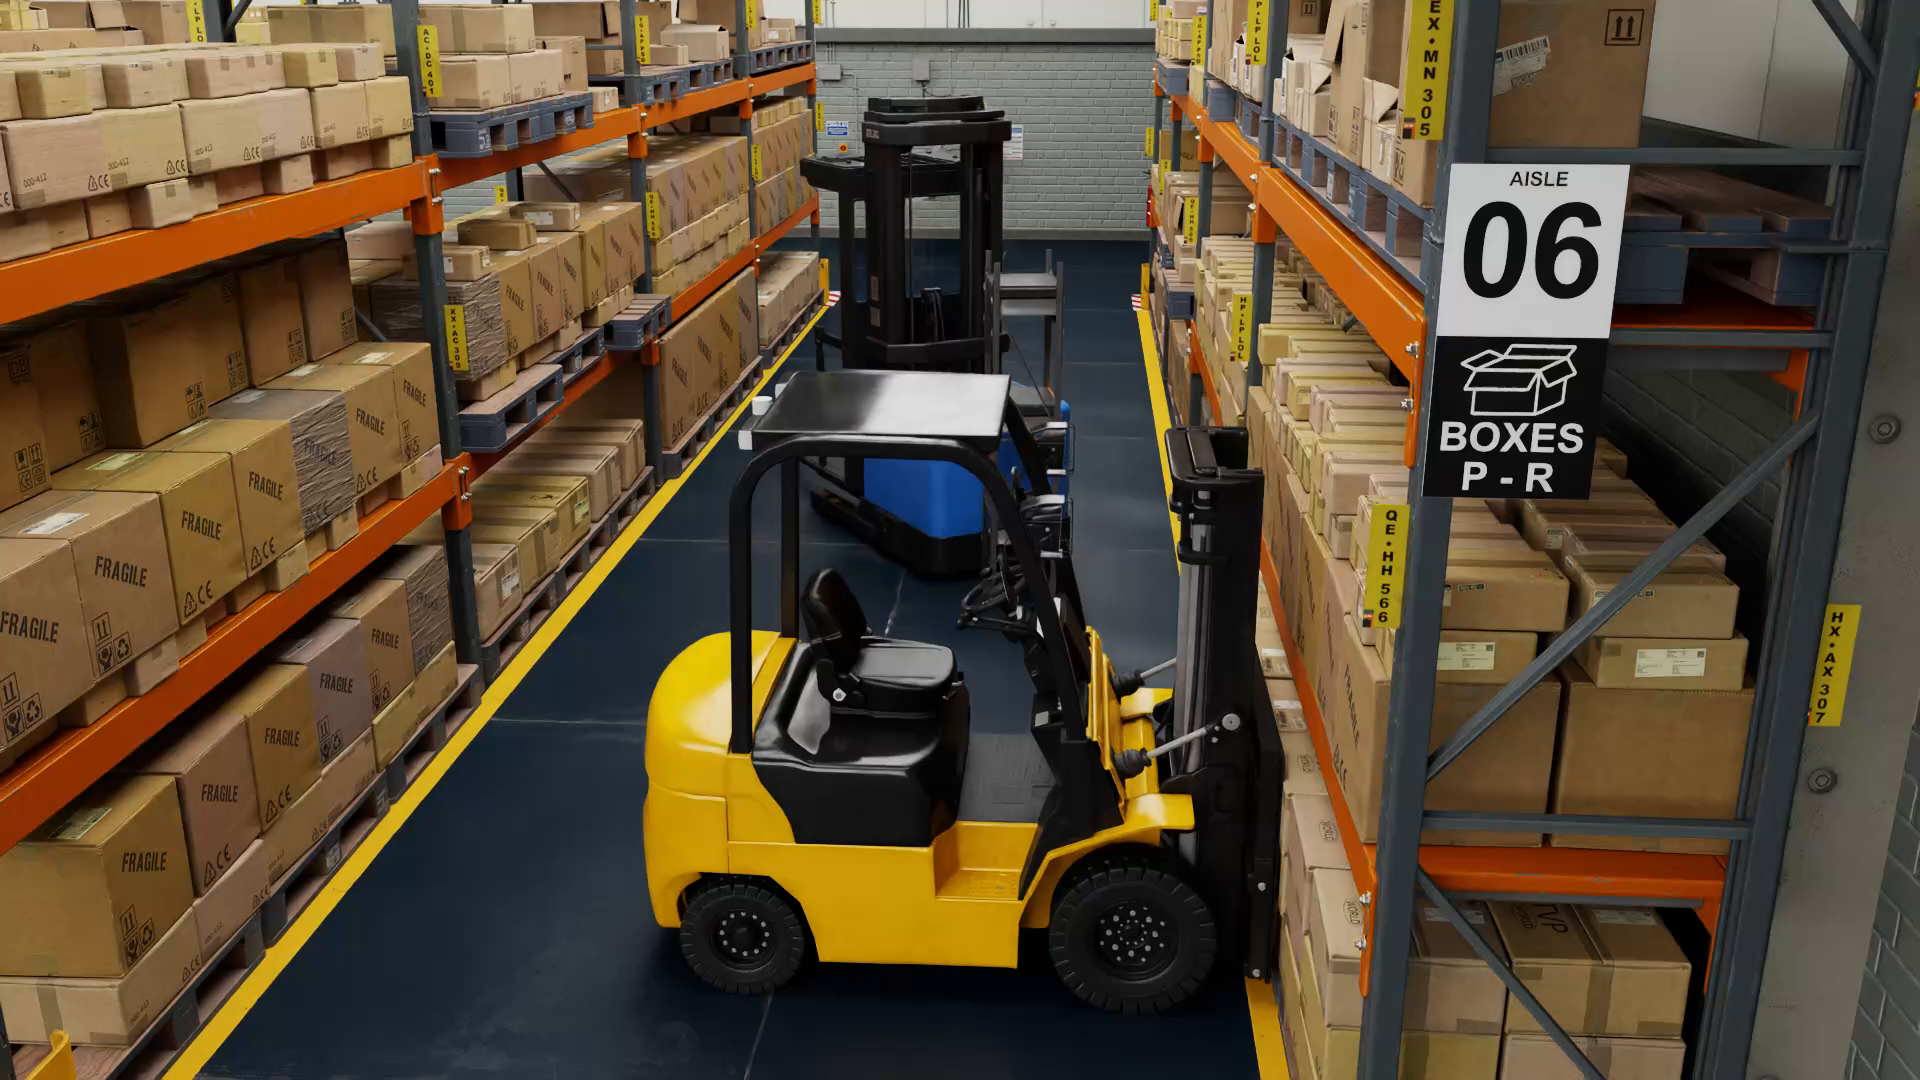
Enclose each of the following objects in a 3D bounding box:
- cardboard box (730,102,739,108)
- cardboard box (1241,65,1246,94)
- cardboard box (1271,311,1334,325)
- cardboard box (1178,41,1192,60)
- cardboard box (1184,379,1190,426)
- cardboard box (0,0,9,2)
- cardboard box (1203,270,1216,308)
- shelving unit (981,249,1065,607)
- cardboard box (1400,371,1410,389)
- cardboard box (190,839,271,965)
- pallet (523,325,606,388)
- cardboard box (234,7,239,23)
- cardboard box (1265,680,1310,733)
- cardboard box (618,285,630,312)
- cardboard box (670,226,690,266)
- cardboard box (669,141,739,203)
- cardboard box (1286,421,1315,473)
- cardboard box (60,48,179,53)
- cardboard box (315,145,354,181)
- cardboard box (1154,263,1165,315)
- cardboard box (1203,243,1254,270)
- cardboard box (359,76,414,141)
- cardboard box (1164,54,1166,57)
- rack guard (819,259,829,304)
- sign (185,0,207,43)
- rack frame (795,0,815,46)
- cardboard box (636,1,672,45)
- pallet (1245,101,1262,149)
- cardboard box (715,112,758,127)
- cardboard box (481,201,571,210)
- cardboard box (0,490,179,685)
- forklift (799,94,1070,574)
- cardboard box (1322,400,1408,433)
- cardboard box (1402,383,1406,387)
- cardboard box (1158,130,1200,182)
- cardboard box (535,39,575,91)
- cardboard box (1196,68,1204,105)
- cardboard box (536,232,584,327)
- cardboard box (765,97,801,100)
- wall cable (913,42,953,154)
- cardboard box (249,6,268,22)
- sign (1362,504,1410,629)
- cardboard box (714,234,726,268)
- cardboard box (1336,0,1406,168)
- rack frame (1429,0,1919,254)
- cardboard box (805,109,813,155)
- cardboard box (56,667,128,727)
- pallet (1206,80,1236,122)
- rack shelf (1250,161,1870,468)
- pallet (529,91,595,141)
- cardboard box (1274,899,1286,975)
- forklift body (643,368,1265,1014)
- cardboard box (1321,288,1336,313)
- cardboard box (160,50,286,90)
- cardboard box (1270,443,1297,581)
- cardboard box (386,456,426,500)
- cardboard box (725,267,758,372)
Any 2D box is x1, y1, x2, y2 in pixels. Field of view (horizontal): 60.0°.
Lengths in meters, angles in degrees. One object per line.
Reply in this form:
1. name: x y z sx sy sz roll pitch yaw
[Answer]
1. cardboard box: -2.605 -4.656 18.007 0.380 0.149 0.250 1 18 4
2. cardboard box: 1.671 -2.397 8.671 0.380 0.149 0.250 1 18 4
3. cardboard box: 1.769 -1.117 8.814 0.380 0.149 0.250 1 18 4
4. cardboard box: 1.966 -3.971 13.476 0.380 0.149 0.250 2 18 5
5. cardboard box: 2.045 -1.041 13.121 0.500 0.500 0.500 1 18 3
6. cardboard box: -7.872 -4.294 13.504 0.396 0.266 0.258 1 18 4
7. cardboard box: 1.870 -1.616 10.976 0.500 0.250 0.500 2 18 6
8. shelving unit: 0.370 -0.671 10.096 0.431 2.100 0.503 -1 18 -5
9. cardboard box: 2.109 -0.727 7.144 0.380 0.149 0.250 1 18 3
10. cardboard box: -2.965 1.342 6.252 0.500 0.250 0.500 2 18 6
11. pallet: -2.870 -1.140 10.394 1.003 0.211 1.213 1 18 4
12. cardboard box: -7.164 -5.035 15.952 0.380 0.149 0.250 1 18 3
13. cardboard box: 1.432 0.756 6.434 0.500 0.250 0.500 1 18 3
14. cardboard box: -2.478 -1.656 11.389 0.380 0.149 0.250 1 18 3
15. cardboard box: -2.448 -2.326 13.142 0.500 0.250 0.500 2 18 5
16. cardboard box: -2.293 -3.307 14.932 0.500 0.500 0.500 2 18 5
17. cardboard box: 1.490 -0.361 6.505 0.380 0.149 0.250 1 18 2
18. cardboard box: -3.467 -1.955 6.878 0.380 0.149 0.250 1 18 4
19. cardboard box: -2.874 -1.650 7.226 0.380 0.149 0.250 1 18 4
20. cardboard box: 2.517 -2.781 18.434 0.700 0.500 0.500 2 18 6
21. cardboard box: 1.848 -1.918 11.257 0.380 0.149 0.250 2 18 5
22. cardboard box: -2.819 -1.957 7.523 0.500 0.250 0.500 1 18 3
23. cardboard box: 2.372 -5.108 17.140 0.500 0.250 0.500 1 18 3
24. rack guard: -2.194 -3.151 20.238 1.175 0.500 0.348 1 18 4
25. sign: -3.609 -2.474 7.877 0.100 0.325 0.005 1 18 4
26. rack frame: -2.195 -7.183 18.892 1.000 3.000 0.127 1 18 4
27. cardboard box: -2.835 -4.495 14.671 0.500 0.500 0.500 1 18 3
28. pallet: 1.946 -2.104 8.517 0.805 0.209 1.217 1 18 2
29. cardboard box: -2.222 -4.173 16.533 0.380 0.149 0.250 1 18 3
30. cardboard box: -3.032 -2.101 11.705 0.500 0.500 0.500 1 18 2
31. cardboard box: -2.998 0.147 5.520 0.500 0.500 0.500 2 18 6
32. forklift: -0.419 -1.587 11.560 1.130 2.935 3.031 -10 20 -27
33. cardboard box: 1.563 -0.420 6.208 0.380 0.149 0.250 1 18 4
34. cardboard box: 2.118 -0.585 7.188 0.380 0.149 0.250 2 18 5
35. cardboard box: 2.347 -4.048 17.518 0.500 0.500 0.500 2 18 5
36. cardboard box: -2.850 -2.847 10.312 0.797 0.503 0.637 1 18 4
37. cardboard box: 1.977 -3.257 11.968 0.500 0.250 0.500 1 18 2
38. cardboard box: -2.625 -1.601 10.179 0.500 0.500 0.500 1 18 2
39. cardboard box: -2.016 -4.967 18.957 0.380 0.149 0.250 2 18 5
40. wall cable: -0.399 -6.538 24.928 0.588 1.984 0.122 1 18 4
41. cardboard box: -7.086 -5.277 16.692 0.380 0.149 0.250 1 18 2
42. sign: 1.069 0.068 4.159 0.100 0.325 0.005 1 18 4
43. cardboard box: -2.356 -2.559 14.656 0.500 0.250 0.500 1 18 2
44. cardboard box: 1.571 -1.432 5.162 0.700 0.500 0.500 1 18 4
45. rack frame: 1.609 -2.104 3.392 1.000 3.000 0.127 1 18 4
46. cardboard box: -1.992 -4.699 19.181 0.500 0.500 0.500 2 18 6
47. cardboard box: -3.008 0.497 5.494 0.380 0.149 0.250 1 18 2
48. pallet: 2.223 -2.860 10.821 1.213 0.211 1.003 2 18 6
49. rack shelf: 1.752 -0.958 5.866 1.077 0.370 4.000 1 18 4
50. pallet: -2.834 -2.453 9.575 1.213 0.211 1.003 1 18 4
51. cardboard box: 1.417 1.392 6.100 0.500 0.250 0.500 1 18 5
52. forklift body: -0.075 0.521 6.380 2.313 2.155 1.214 1 18 4
53. cardboard box: 2.279 -1.350 9.524 0.380 0.149 0.250 1 18 3
54. cardboard box: -2.920 -1.863 6.596 0.380 0.149 0.250 1 18 3
55. cardboard box: 1.547 -0.091 6.724 0.500 0.500 0.500 1 18 3
56. cardboard box: -2.786 -0.301 7.929 0.380 0.149 0.250 2 18 5
57. cardboard box: -2.447 -2.085 15.707 0.875 0.875 0.875 2 18 6
